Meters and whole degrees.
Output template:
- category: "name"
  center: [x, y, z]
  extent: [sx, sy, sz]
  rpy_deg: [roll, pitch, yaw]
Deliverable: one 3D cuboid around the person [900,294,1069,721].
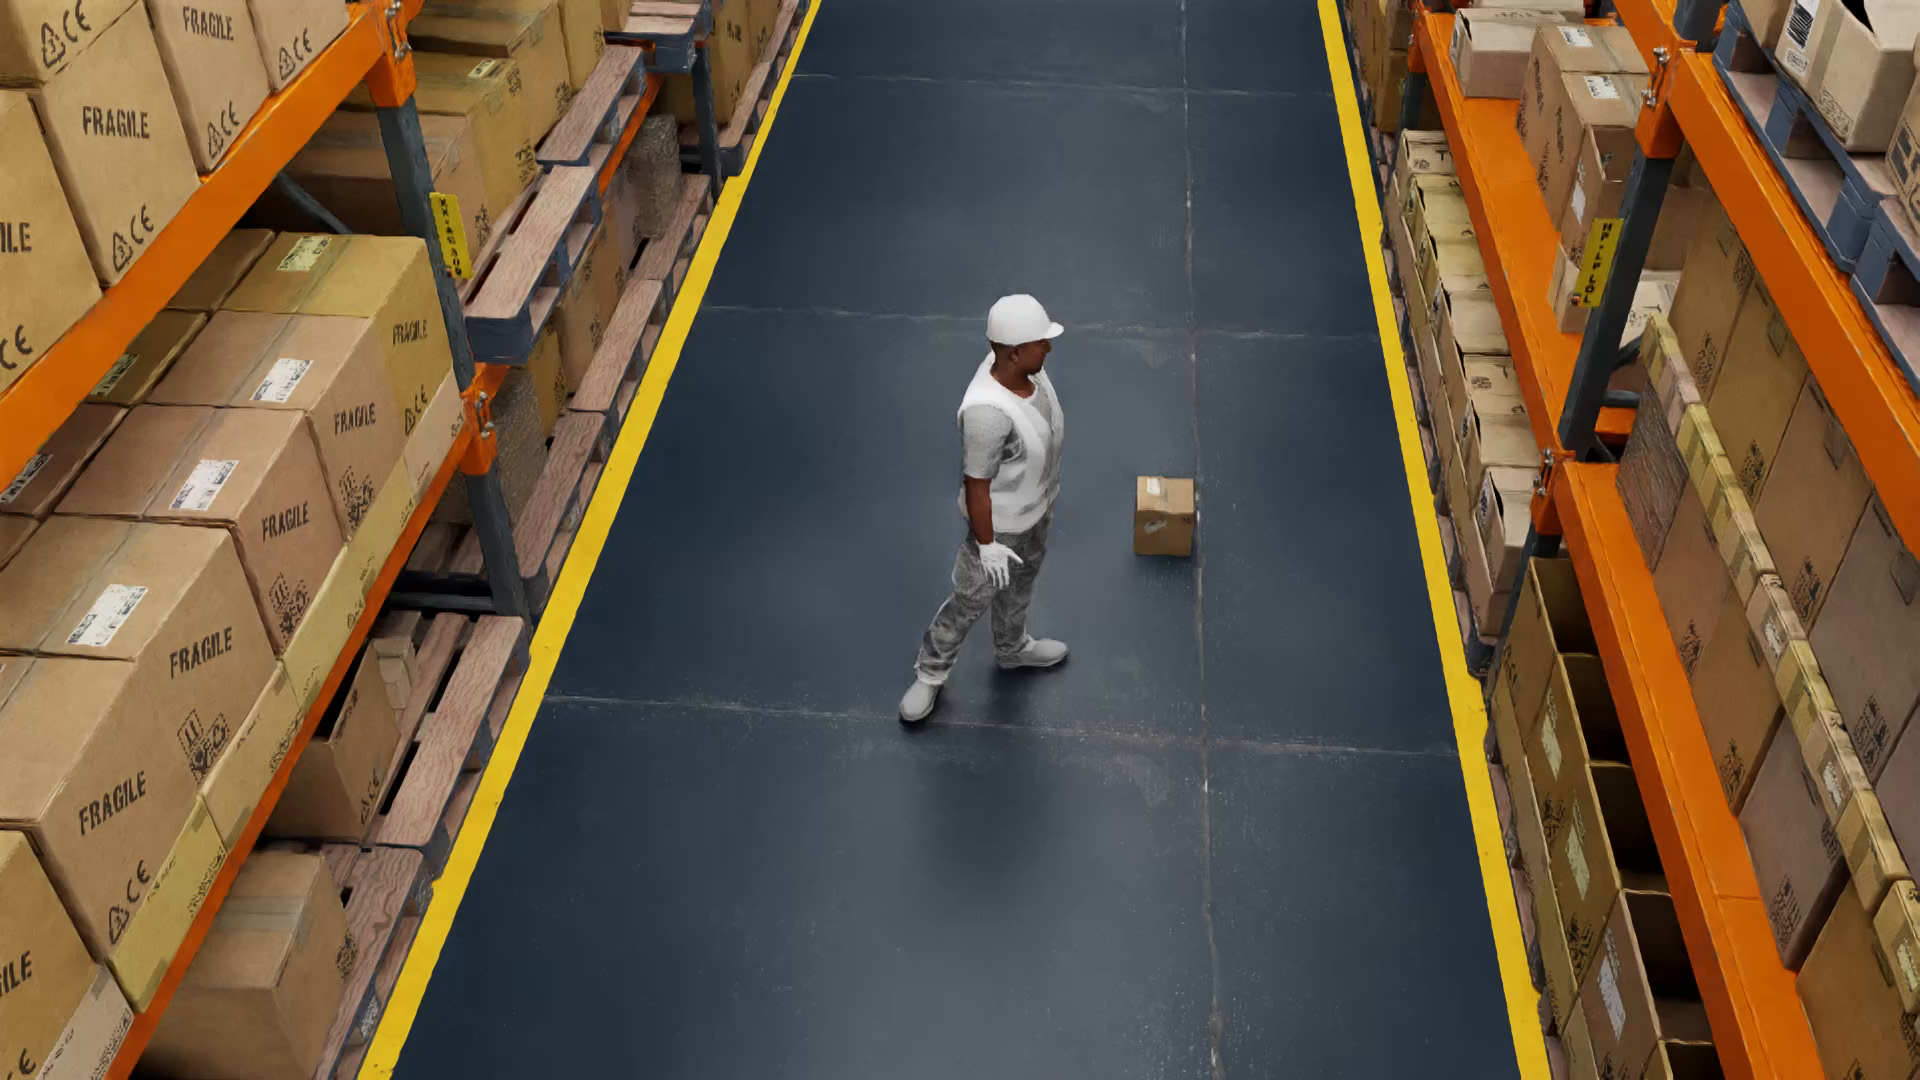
- category: "person"
  center: [0.099, -0.082, 6.247]
  extent: [0.501, 1.780, 0.714]
  rpy_deg: [17, 43, 19]
